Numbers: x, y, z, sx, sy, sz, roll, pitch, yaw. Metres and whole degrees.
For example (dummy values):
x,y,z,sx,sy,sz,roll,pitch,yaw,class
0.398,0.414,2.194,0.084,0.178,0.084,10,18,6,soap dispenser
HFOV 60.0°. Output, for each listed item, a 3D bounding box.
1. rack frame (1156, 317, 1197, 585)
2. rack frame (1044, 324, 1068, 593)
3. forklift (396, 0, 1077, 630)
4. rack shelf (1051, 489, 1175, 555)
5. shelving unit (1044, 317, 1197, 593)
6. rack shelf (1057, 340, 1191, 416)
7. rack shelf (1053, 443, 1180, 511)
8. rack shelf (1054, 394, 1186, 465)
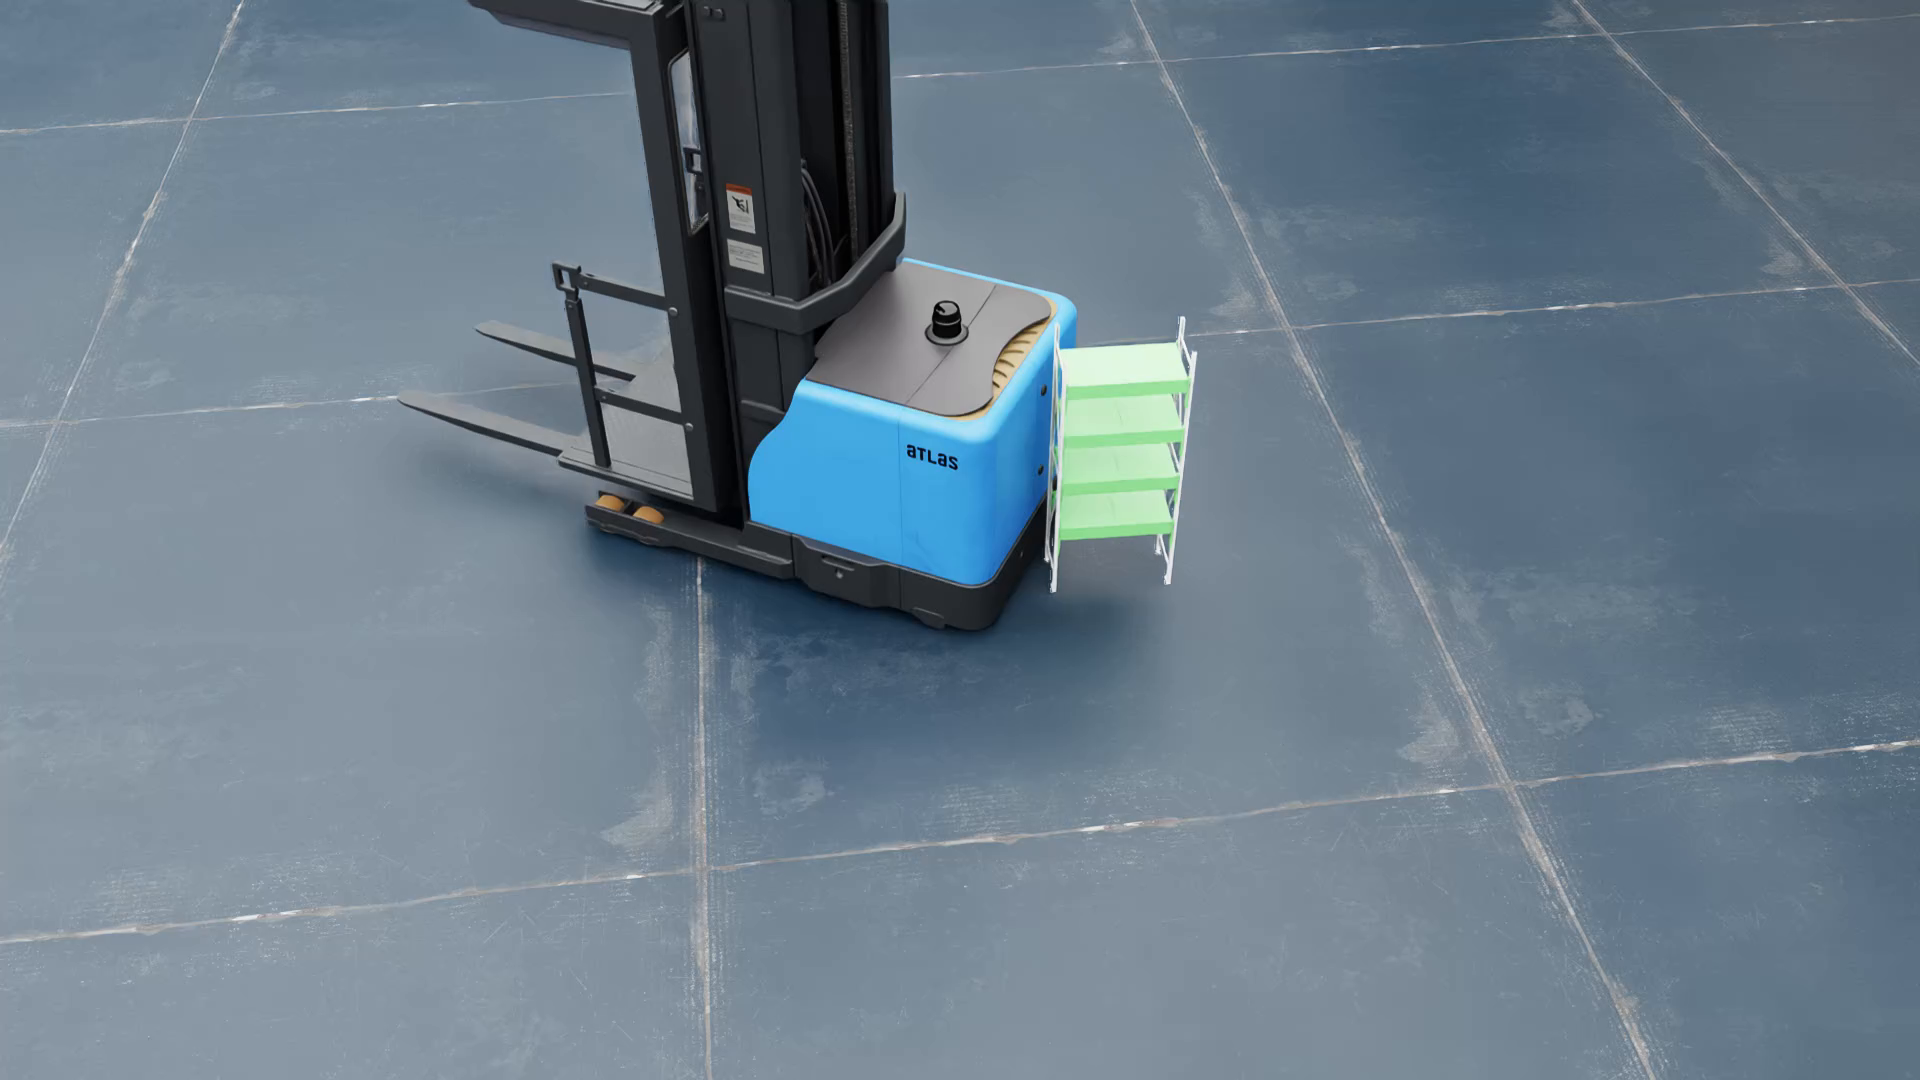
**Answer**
x,y,z,sx,sy,sz,roll,pitch,yaw,class
0.870,-0.335,6.725,0.015,1.200,0.240,-4,42,-4,rack frame
0.384,-0.302,6.689,0.015,1.200,0.240,-4,42,-4,rack frame
-1.074,-1.374,6.585,3.031,2.935,1.130,16,45,17,forklift
0.627,-0.093,6.911,0.480,0.148,0.258,-4,42,-4,rack shelf
0.627,-0.318,6.707,0.503,1.200,0.258,-4,42,-4,shelving unit
0.627,-0.627,6.428,0.480,0.148,0.258,-4,42,-4,rack shelf
0.627,-0.271,6.750,0.480,0.148,0.258,-4,42,-4,rack shelf
0.627,-0.449,6.589,0.480,0.148,0.258,-4,42,-4,rack shelf
